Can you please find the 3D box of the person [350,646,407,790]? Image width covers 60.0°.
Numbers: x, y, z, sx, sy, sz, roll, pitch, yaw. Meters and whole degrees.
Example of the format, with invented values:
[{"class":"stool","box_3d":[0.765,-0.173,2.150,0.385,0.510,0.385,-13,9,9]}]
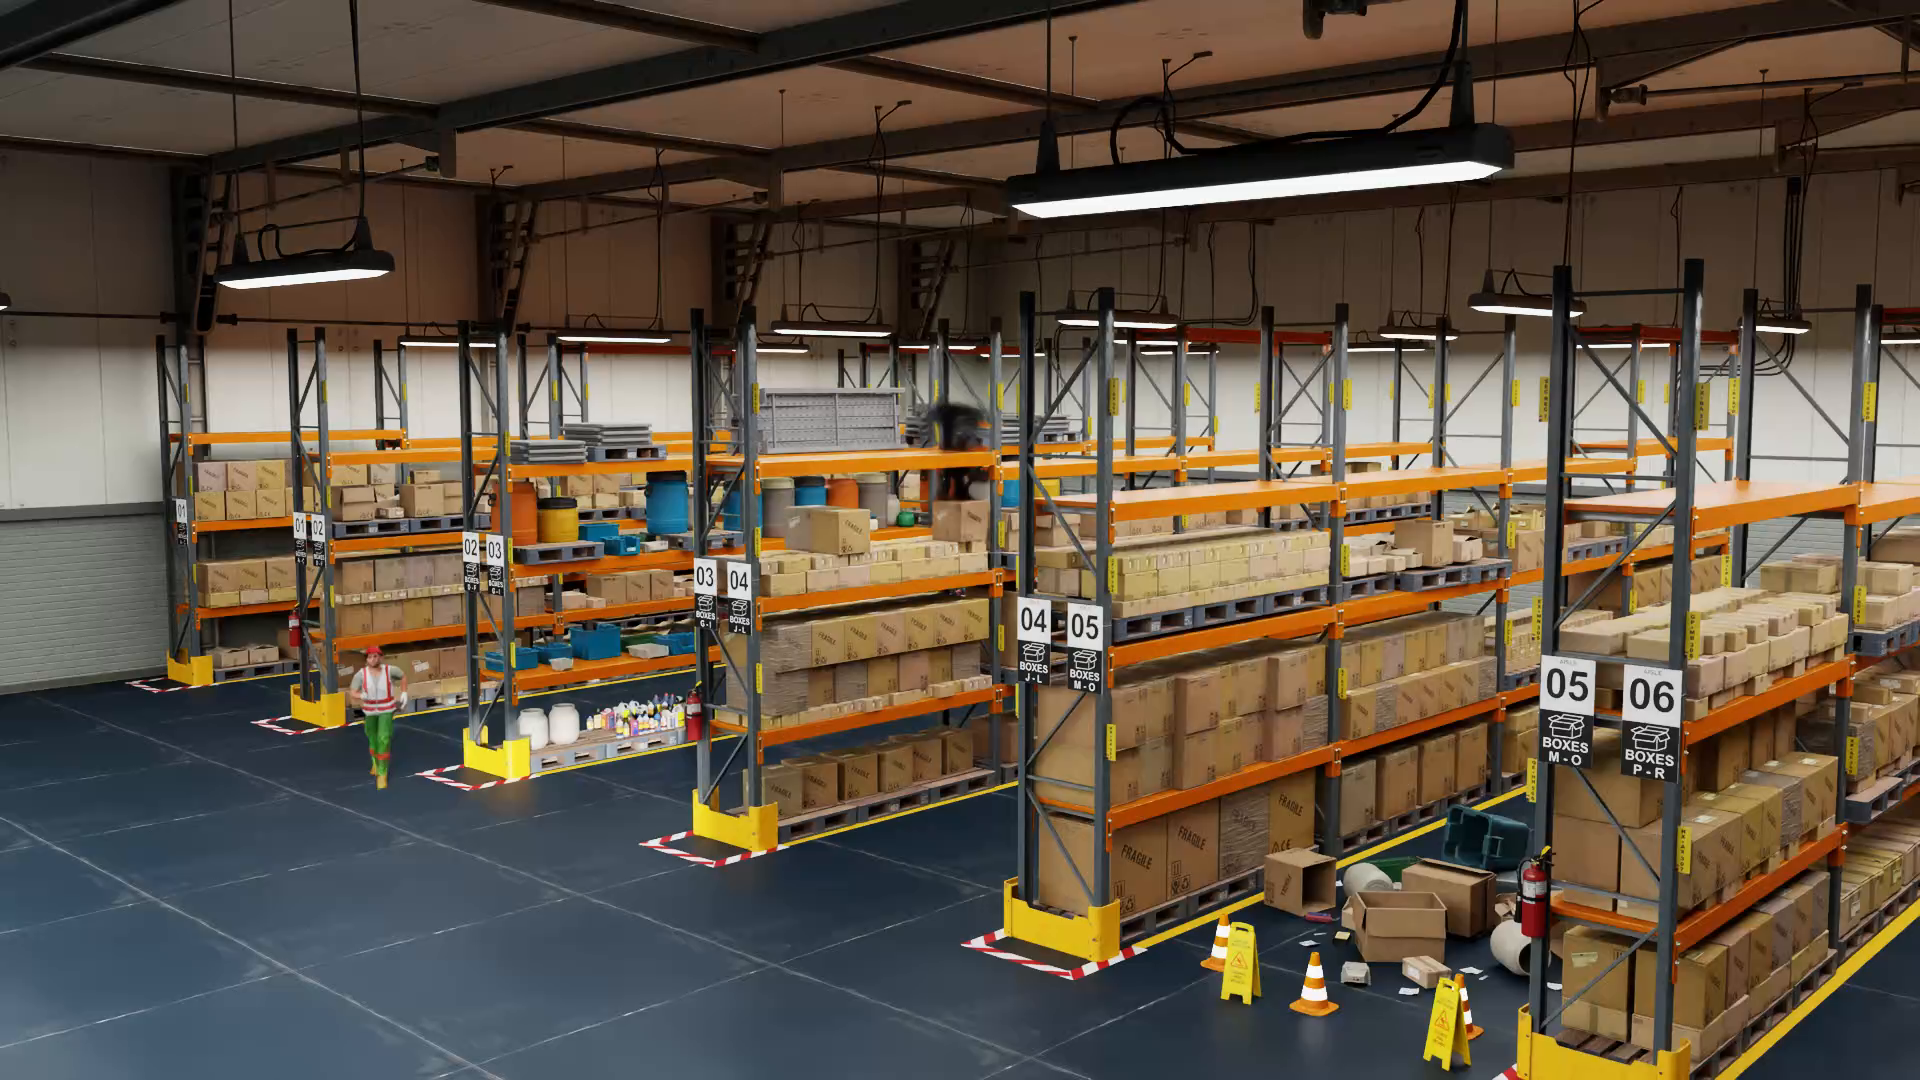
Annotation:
[{"class":"person","box_3d":[-7.500,2.258,21.497,0.659,1.831,0.930,-1,5,-7]}]
